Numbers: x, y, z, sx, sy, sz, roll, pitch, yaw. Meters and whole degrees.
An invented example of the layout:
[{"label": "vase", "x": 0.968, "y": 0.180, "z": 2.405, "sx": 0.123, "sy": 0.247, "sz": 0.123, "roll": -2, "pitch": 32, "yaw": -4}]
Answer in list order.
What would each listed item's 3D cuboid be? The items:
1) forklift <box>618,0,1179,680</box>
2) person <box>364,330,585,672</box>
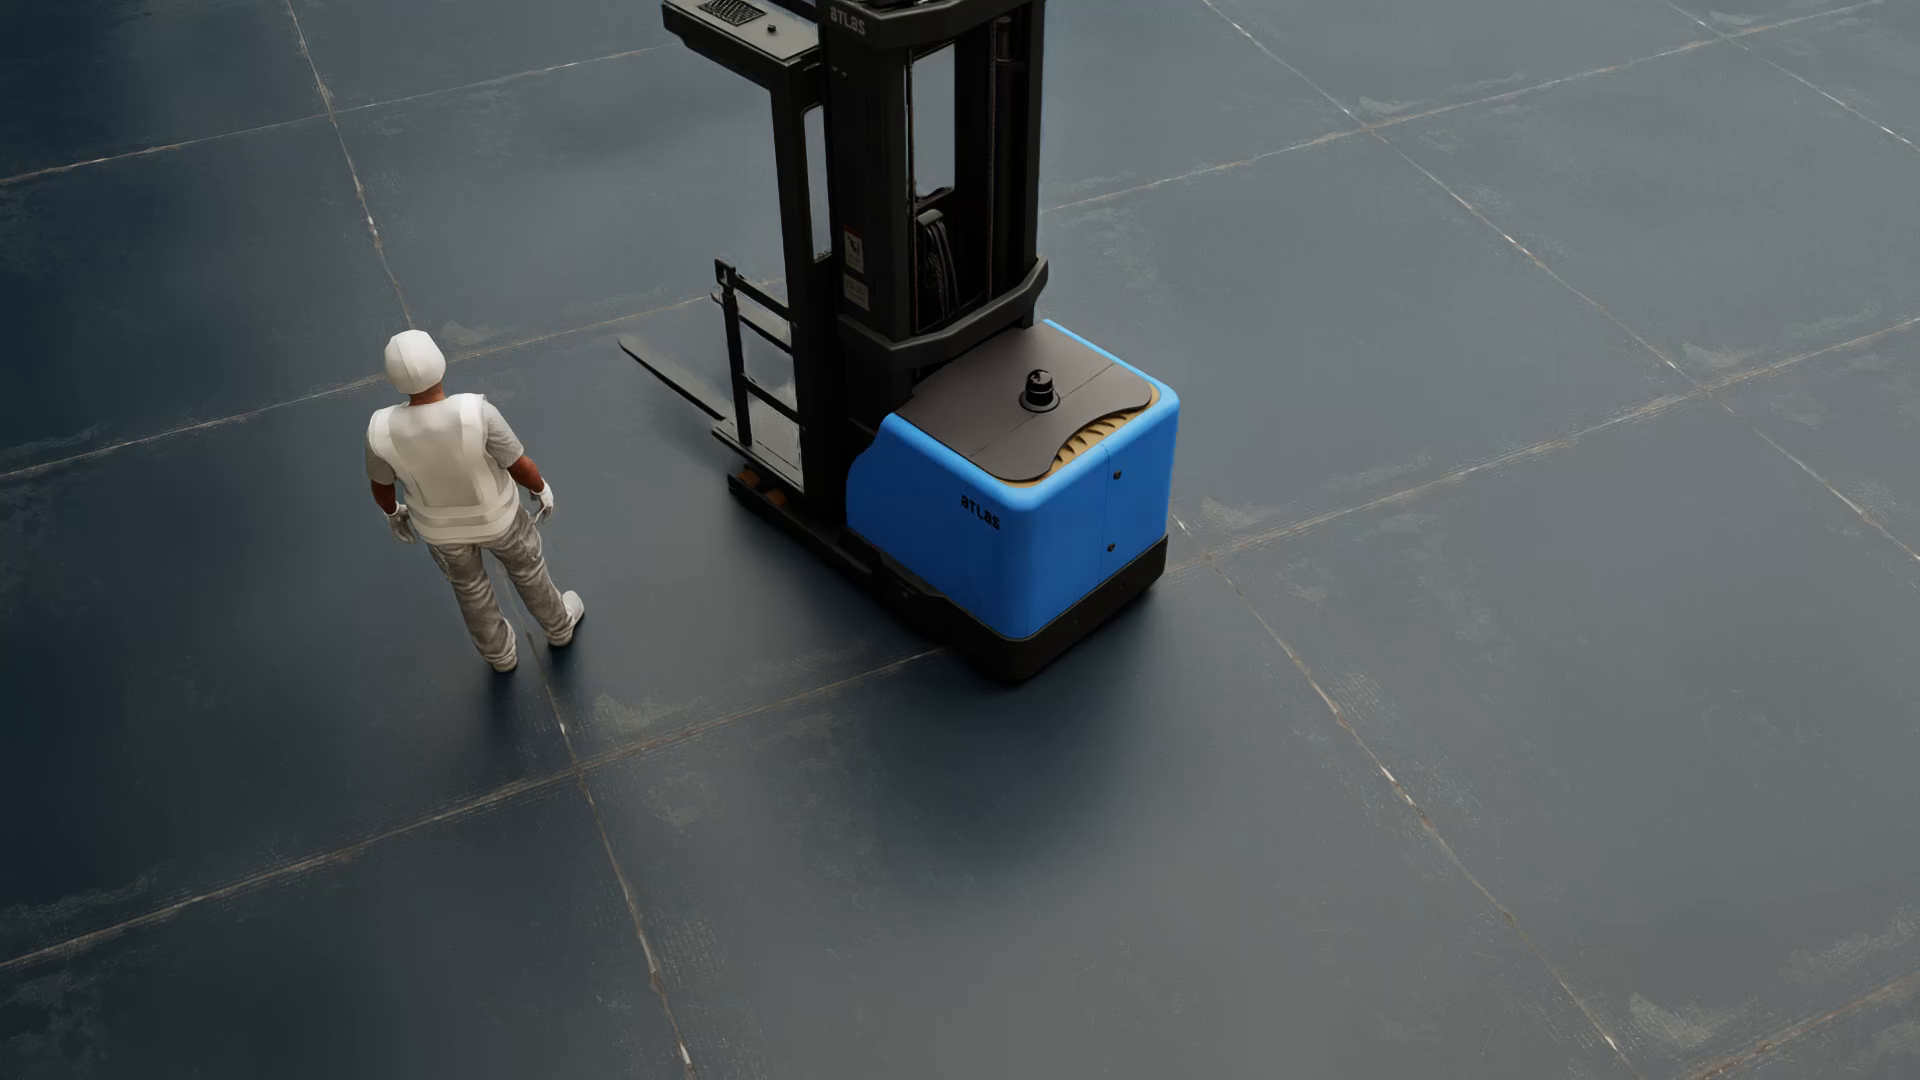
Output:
[{"label": "forklift", "x": -0.467, "y": -1.375, "z": 7.153, "sx": 3.031, "sy": 2.935, "sz": 1.130, "roll": 34, "pitch": 53, "yaw": 31}, {"label": "person", "x": -1.972, "y": -0.166, "z": 6.690, "sx": 0.656, "sy": 1.783, "sz": 0.574, "roll": -6, "pitch": 43, "yaw": -6}]
